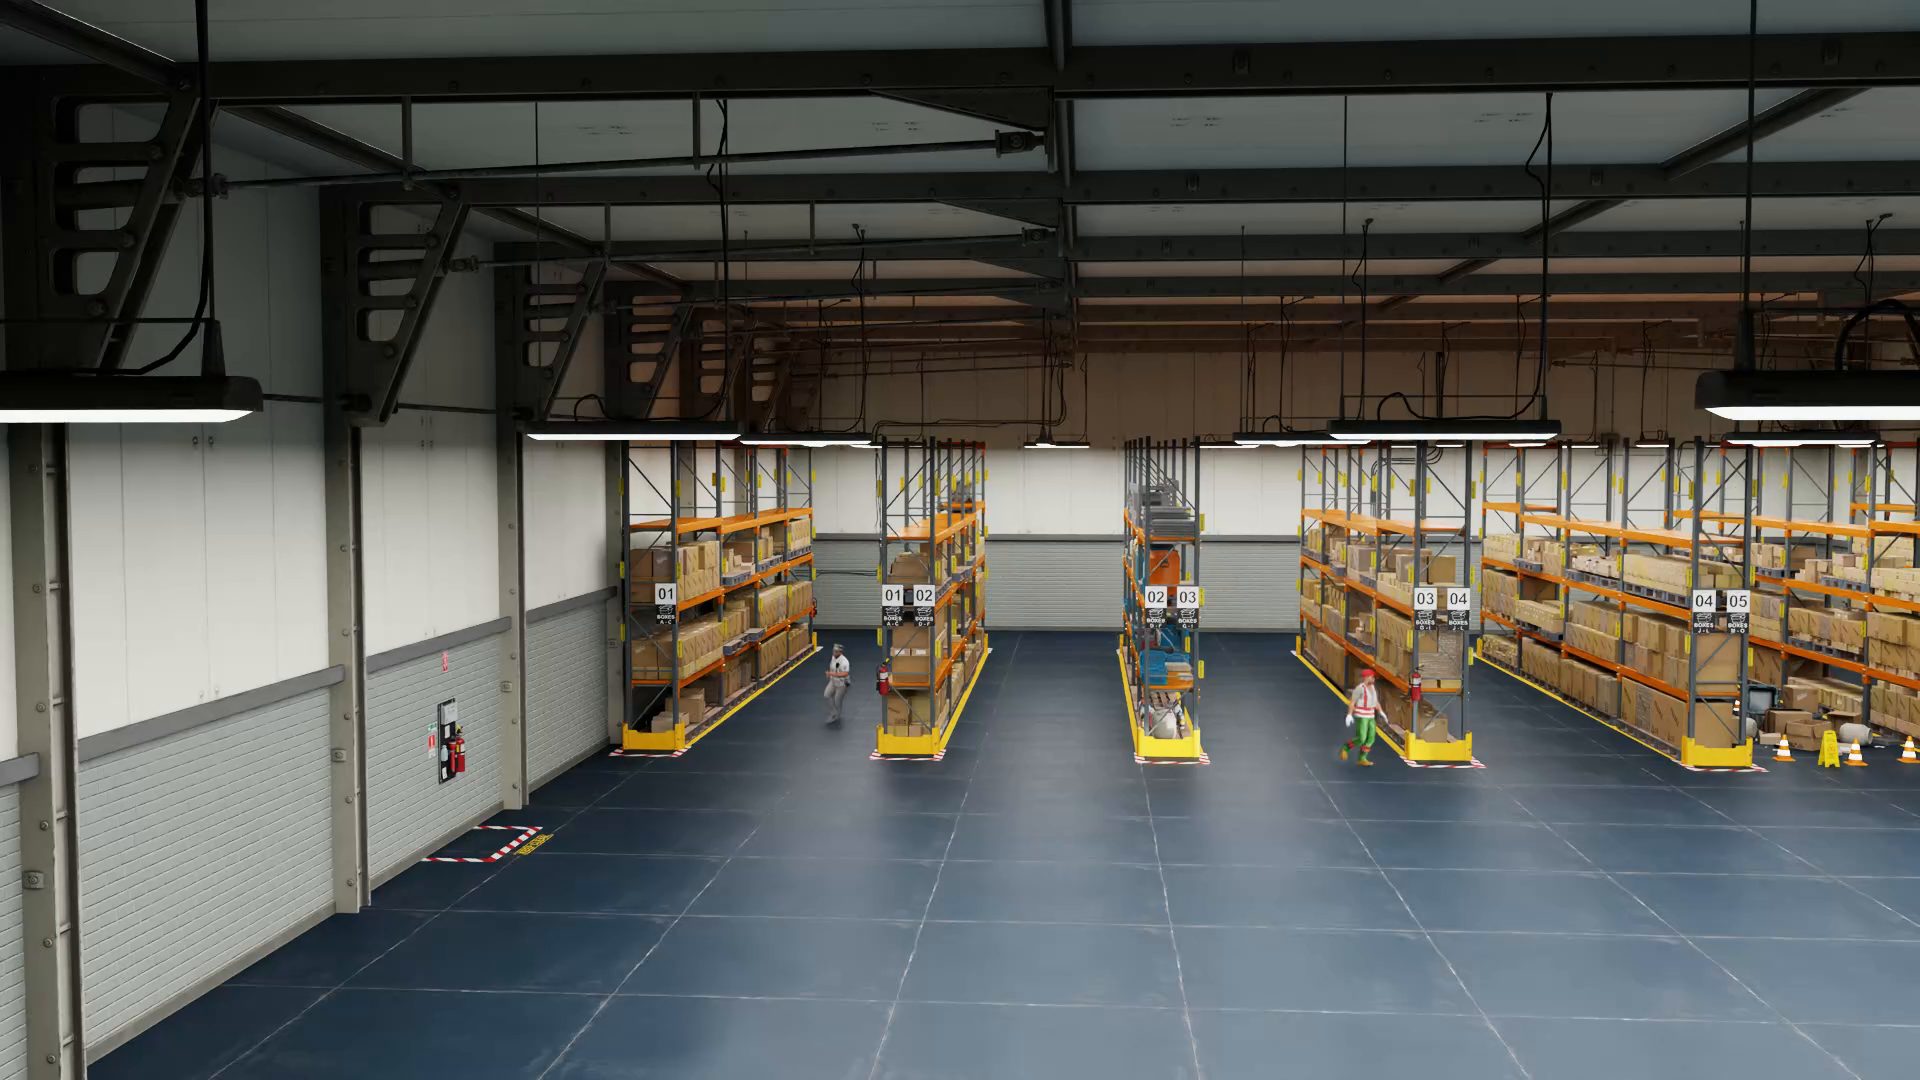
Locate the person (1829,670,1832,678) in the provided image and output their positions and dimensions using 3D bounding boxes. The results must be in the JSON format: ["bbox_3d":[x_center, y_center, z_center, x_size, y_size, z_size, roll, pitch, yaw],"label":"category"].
[{"bbox_3d":[21.146,2.758,40.783,0.572,1.580,0.598,0,3,0],"label":"person"}]

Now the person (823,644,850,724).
[{"bbox_3d":[-2.597,2.999,34.950,0.804,1.683,0.716,2,4,32],"label":"person"}]

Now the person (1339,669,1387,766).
[{"bbox_3d":[7.326,3.220,30.308,0.712,1.762,0.685,-2,4,-38],"label":"person"}]
